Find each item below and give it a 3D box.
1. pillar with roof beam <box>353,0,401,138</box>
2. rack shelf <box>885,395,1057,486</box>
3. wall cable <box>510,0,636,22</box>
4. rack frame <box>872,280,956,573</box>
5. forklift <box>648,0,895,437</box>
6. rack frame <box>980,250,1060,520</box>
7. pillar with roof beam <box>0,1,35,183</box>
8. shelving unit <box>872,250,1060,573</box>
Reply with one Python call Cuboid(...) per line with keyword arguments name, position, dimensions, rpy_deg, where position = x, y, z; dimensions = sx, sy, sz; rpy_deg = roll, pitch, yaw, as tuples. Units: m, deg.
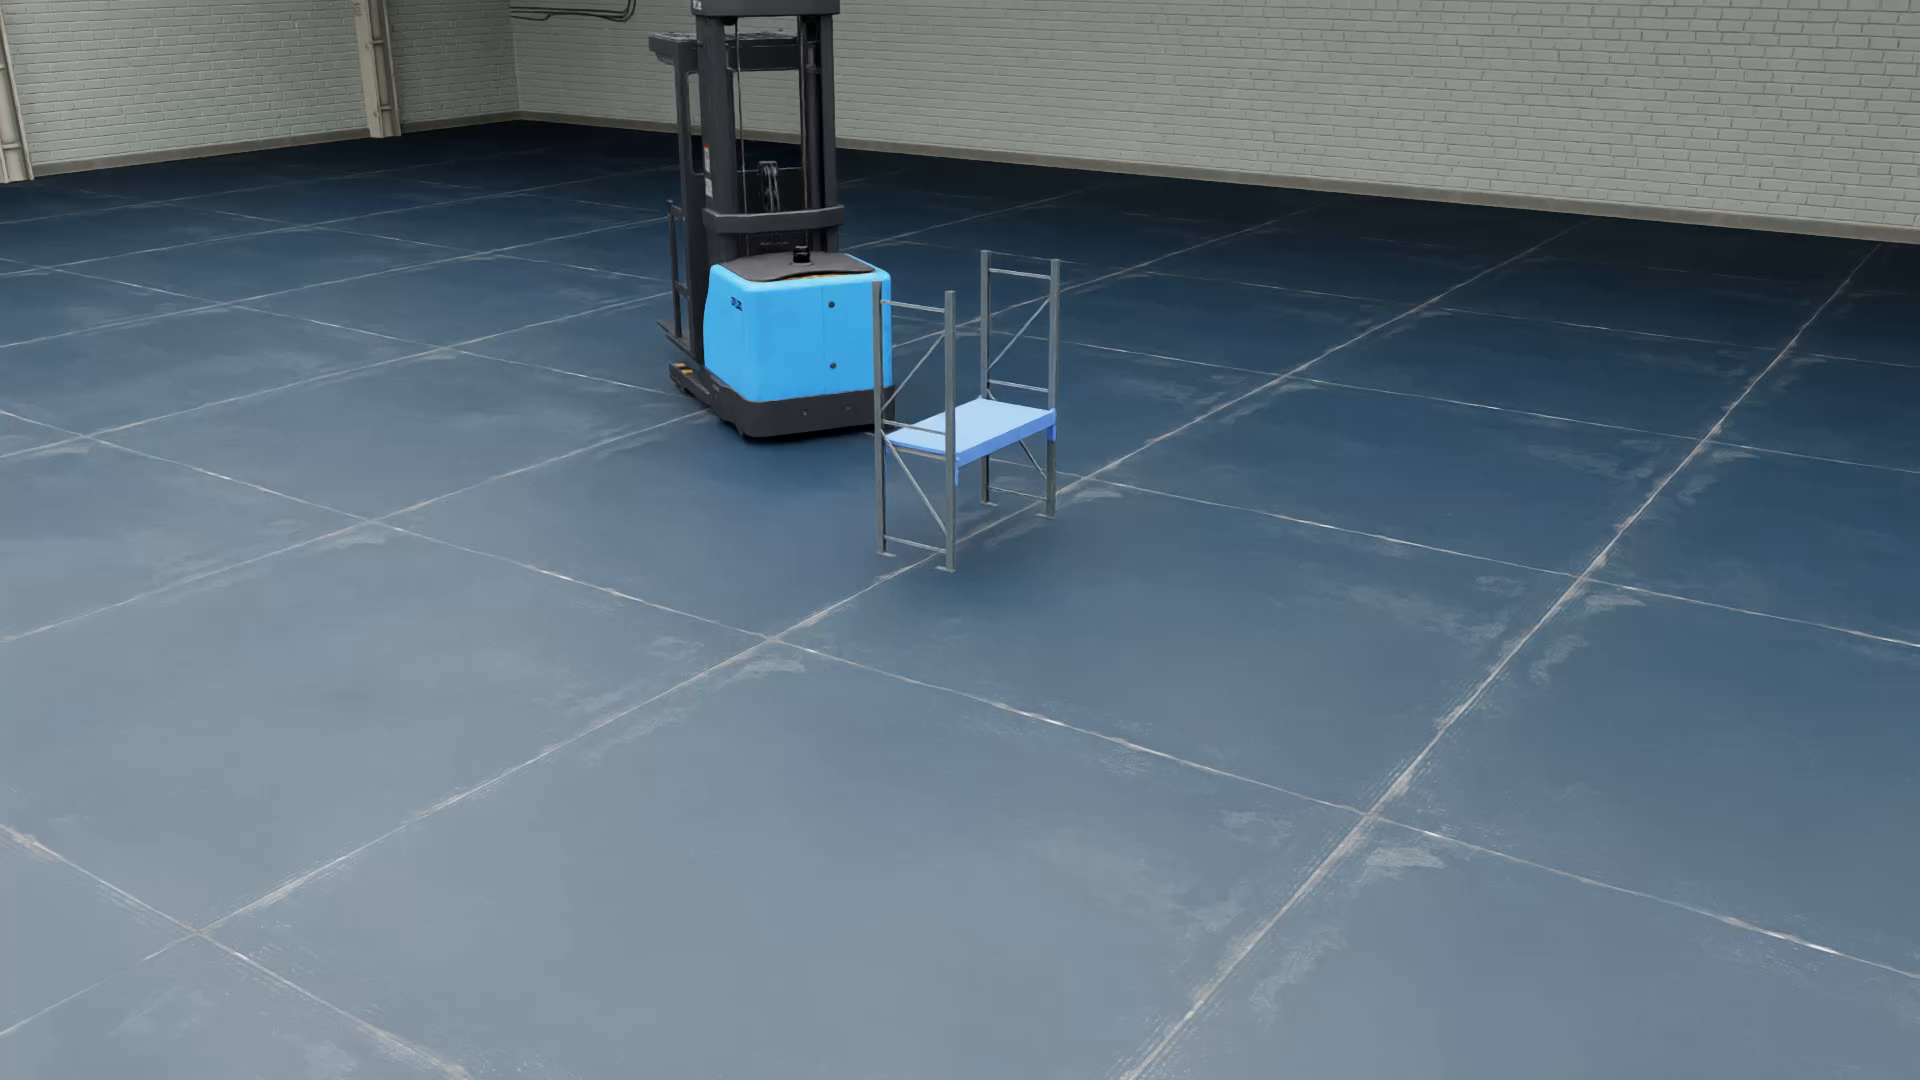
Cuboid(name="pillar with roof beam", position=(-5.751, -9.922, 23.117), dimensions=(9.100, 9.000, 0.400), rpy_deg=(13, 24, 32))
Cuboid(name="rack shelf", position=(0.048, -0.559, 9.133), dimensions=(0.538, 0.185, 1.000), rpy_deg=(13, 24, 32))
Cuboid(name="wall cable", position=(-6.562, -9.892, 27.513), dimensions=(3.097, 2.526, 0.112), rpy_deg=(13, 24, 32))
Cuboid(name="rack frame", position=(-0.238, -0.582, 8.677), dimensions=(0.500, 1.500, 0.032), rpy_deg=(13, 24, 32))
Cuboid(name="forklift", position=(-1.514, -2.519, 11.851), dimensions=(1.130, 2.935, 3.031), rpy_deg=(-9, 22, -23))
Cuboid(name="rack frame", position=(0.334, -0.874, 9.465), dimensions=(0.500, 1.500, 0.032), rpy_deg=(13, 24, 32))
Cuboid(name="pillar with roof beam", position=(-9.124, -8.200, 18.463), dimensions=(9.100, 9.000, 0.400), rpy_deg=(13, 24, 32))
Cuboid(name="shelving unit", position=(0.048, -0.728, 9.071), dimensions=(0.538, 1.500, 1.048), rpy_deg=(13, 24, 32))
